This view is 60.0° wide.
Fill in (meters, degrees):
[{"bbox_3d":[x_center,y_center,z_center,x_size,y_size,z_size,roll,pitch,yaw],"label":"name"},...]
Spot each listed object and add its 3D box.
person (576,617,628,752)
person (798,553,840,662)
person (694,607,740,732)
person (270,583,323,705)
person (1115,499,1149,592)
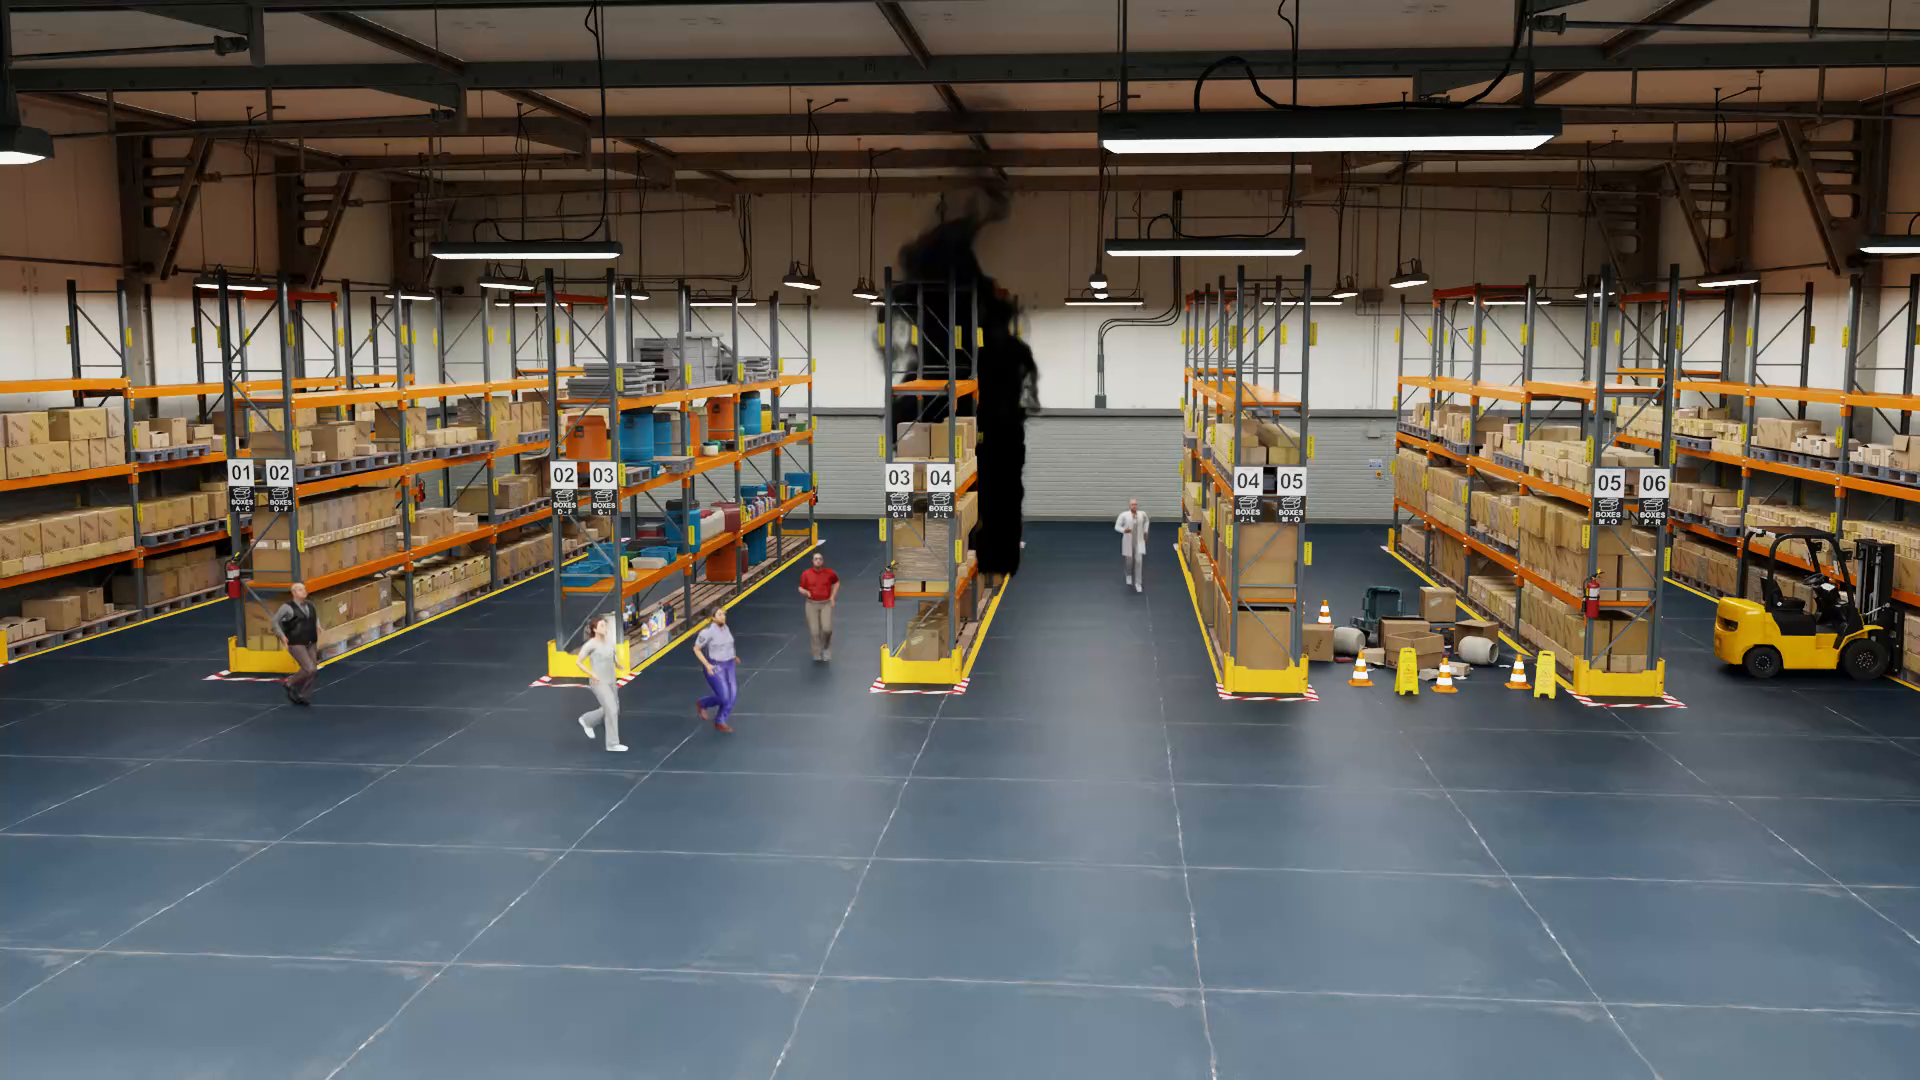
[{"bbox_3d":[-4.379,1.741,20.220,0.802,1.635,0.575,4,8,29],"label":"person"},{"bbox_3d":[-2.162,1.051,25.599,0.640,1.705,0.645,-1,7,-6],"label":"person"},{"bbox_3d":[-3.089,1.653,21.257,0.550,1.596,0.615,5,9,36],"label":"person"},{"bbox_3d":[-8.914,1.424,22.602,0.587,1.680,0.650,4,8,27],"label":"person"},{"bbox_3d":[3.438,0.078,33.122,0.710,1.793,1.056,0,7,-1],"label":"person"}]
